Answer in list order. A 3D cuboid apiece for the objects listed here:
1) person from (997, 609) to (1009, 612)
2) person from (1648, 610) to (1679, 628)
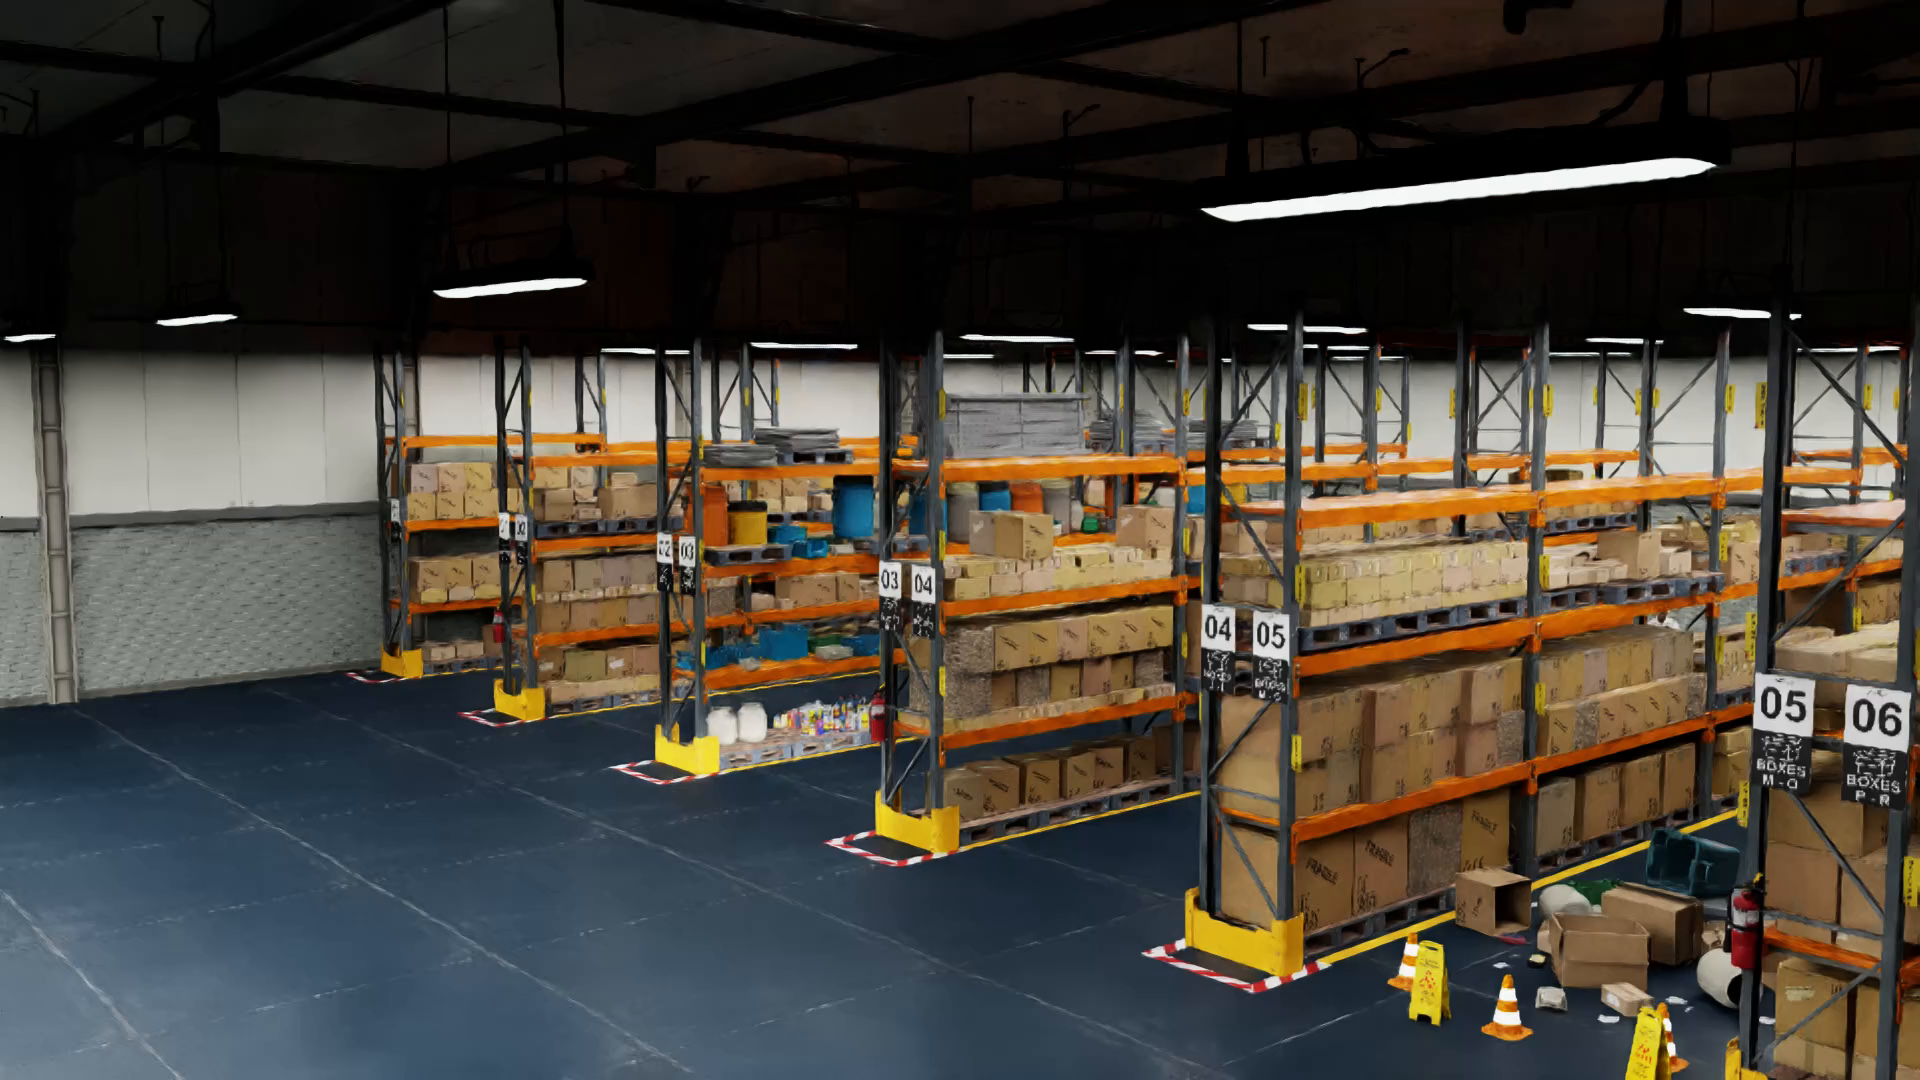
[{"bbox_3d":[0.704,2.021,25.647,0.522,1.597,0.648,3,6,33],"label":"person"},{"bbox_3d":[11.437,1.846,27.107,1.126,1.675,0.542,-4,7,-38],"label":"person"}]
